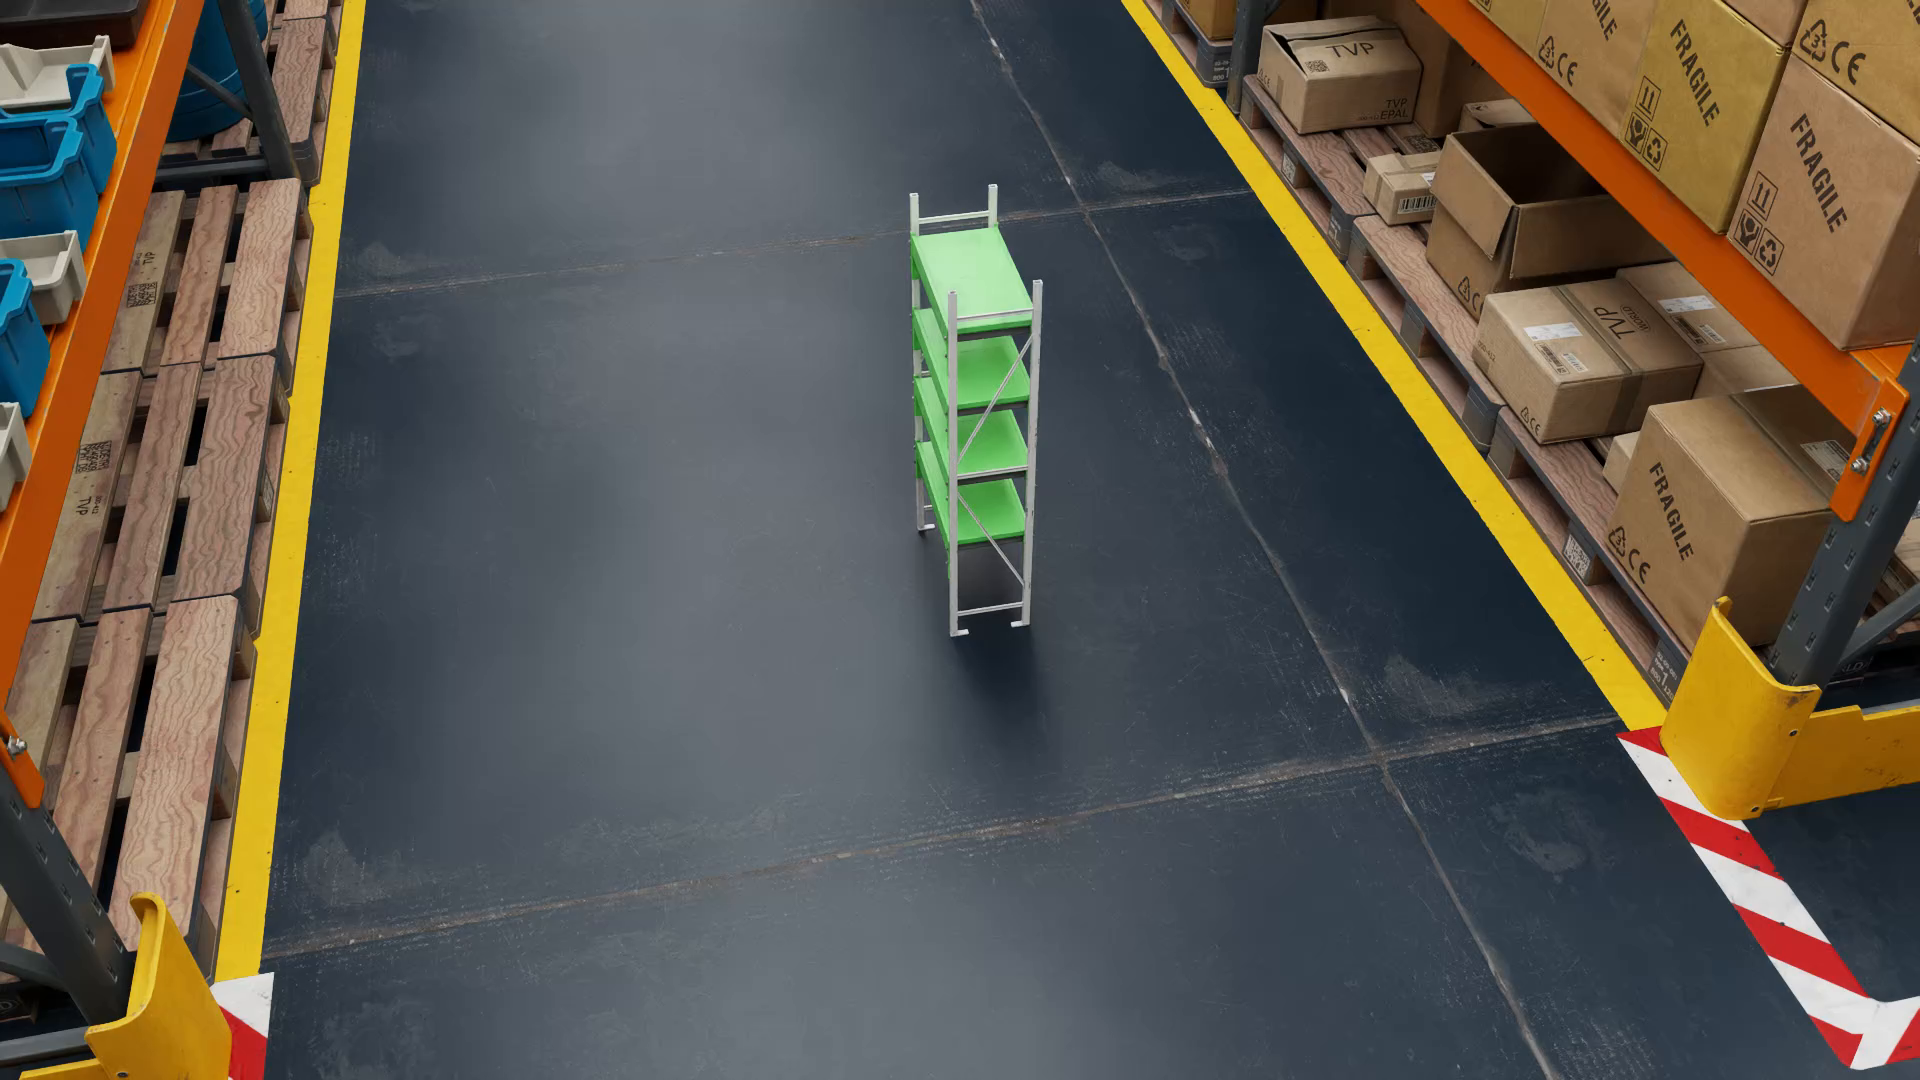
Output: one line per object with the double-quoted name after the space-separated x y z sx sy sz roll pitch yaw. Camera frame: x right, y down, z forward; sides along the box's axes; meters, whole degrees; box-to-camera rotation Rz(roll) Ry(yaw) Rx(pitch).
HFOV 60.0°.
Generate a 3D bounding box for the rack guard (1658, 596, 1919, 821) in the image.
2.537 0.371 4.455 1.175 0.500 0.348 -8 42 -9 "rack guard"

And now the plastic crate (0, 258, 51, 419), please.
-2.158 -0.401 3.523 0.416 0.233 0.300 -8 42 -9 "plastic crate"

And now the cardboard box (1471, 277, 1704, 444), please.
2.020 -0.588 5.392 0.500 0.250 0.500 -8 42 -9 "cardboard box"

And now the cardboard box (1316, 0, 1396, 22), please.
1.823 -2.685 7.567 0.500 0.500 0.500 -10 43 -11 "cardboard box"

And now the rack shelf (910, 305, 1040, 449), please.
0.036 -0.473 4.614 0.258 0.148 0.480 -8 42 -9 "rack shelf"

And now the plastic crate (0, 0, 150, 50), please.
-2.644 -1.632 4.991 0.437 0.125 0.590 -8 42 -9 "plastic crate"

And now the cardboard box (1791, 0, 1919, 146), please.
2.189 -1.175 3.485 0.500 0.500 0.500 -9 42 -10 "cardboard box"

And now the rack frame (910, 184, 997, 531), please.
-0.017 -0.500 4.909 0.240 1.200 0.015 -8 42 -9 "rack frame"

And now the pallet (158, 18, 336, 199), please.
-3.273 -1.863 7.190 1.003 0.211 1.213 -8 42 -9 "pallet"

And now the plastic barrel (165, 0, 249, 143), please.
-3.248 -2.127 6.651 0.600 0.901 0.708 -8 42 -9 "plastic barrel"

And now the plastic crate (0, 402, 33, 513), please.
-2.004 -0.158 3.322 0.250 0.136 0.298 -8 42 -9 "plastic crate"

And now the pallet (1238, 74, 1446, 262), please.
1.837 -1.619 6.915 1.003 0.211 1.213 -8 42 -9 "pallet"

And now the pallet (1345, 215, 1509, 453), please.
2.104 -0.826 6.022 1.003 0.211 1.213 -8 42 -9 "pallet"

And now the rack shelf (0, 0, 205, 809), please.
-2.716 -0.834 4.472 1.077 0.370 4.000 -8 42 -9 "rack shelf"

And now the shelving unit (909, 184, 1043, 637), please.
0.036 -0.341 4.731 0.258 1.200 0.503 -8 42 -9 "shelving unit"

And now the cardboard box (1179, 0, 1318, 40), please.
1.303 -2.616 7.489 0.500 0.500 0.500 -9 42 -10 "cardboard box"

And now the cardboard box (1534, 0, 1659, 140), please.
1.973 -1.463 4.563 0.500 0.500 0.500 -8 42 -9 "cardboard box"

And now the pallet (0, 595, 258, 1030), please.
-2.424 0.696 4.307 1.003 0.211 1.213 -8 42 -9 "pallet"

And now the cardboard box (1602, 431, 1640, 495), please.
2.196 -0.212 5.032 0.380 0.166 0.250 -8 42 -9 "cardboard box"

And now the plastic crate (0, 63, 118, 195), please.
-2.365 -1.022 4.223 0.416 0.233 0.300 -8 42 -9 "plastic crate"

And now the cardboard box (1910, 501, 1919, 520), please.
2.744 -0.102 4.908 0.380 0.166 0.250 -8 42 -9 "cardboard box"

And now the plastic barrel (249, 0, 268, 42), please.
-3.401 -2.586 7.168 0.600 0.901 0.708 -8 42 -9 "plastic barrel"

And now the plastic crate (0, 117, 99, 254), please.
-2.300 -0.827 4.004 0.416 0.233 0.300 -8 42 -9 "plastic crate"

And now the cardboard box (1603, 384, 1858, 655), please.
2.195 -0.061 4.611 0.500 0.500 0.500 -8 42 -9 "cardboard box"

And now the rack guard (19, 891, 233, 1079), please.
-2.266 1.142 3.587 1.175 0.500 0.348 -8 42 -9 "rack guard"

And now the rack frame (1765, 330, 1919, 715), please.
2.553 -0.514 3.570 1.000 3.000 0.127 -8 42 -9 "rack frame"

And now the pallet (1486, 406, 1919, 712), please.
2.364 -0.037 5.133 1.003 0.211 1.213 -8 42 -9 "pallet"

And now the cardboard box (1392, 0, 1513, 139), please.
2.090 -2.008 6.804 0.500 0.500 0.500 -8 42 -9 "cardboard box"

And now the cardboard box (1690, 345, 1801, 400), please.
2.605 -0.368 5.145 0.500 0.250 0.500 -8 42 -9 "cardboard box"

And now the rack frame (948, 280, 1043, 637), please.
0.088 -0.183 4.553 0.240 1.200 0.015 -8 42 -9 "rack frame"

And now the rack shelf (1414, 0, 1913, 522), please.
2.121 -1.542 5.269 1.077 0.370 4.000 -8 42 -9 "rack shelf"

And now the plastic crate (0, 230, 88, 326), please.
-2.151 -0.597 3.817 0.250 0.136 0.298 -8 42 -9 "plastic crate"

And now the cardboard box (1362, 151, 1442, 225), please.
1.766 -1.350 6.314 0.380 0.166 0.250 -8 42 -9 "cardboard box"

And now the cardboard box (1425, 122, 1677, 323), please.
2.100 -1.121 5.802 0.797 0.503 0.637 -8 42 -9 "cardboard box"

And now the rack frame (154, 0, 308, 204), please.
-3.148 -2.400 5.694 1.000 3.000 0.127 -8 42 -9 "rack frame"

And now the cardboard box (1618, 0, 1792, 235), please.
2.075 -1.139 4.198 0.500 0.500 0.500 -8 42 -9 "cardboard box"

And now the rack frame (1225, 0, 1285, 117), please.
1.690 -3.107 6.491 1.000 3.000 0.127 -8 42 -9 "rack frame"

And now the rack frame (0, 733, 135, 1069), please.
-2.284 0.193 2.773 1.000 3.000 0.127 -8 42 -9 "rack frame"

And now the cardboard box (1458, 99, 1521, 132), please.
2.229 -1.642 6.657 0.380 0.149 0.250 -8 42 -9 "cardboard box"

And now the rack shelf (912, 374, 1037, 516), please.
0.036 -0.294 4.773 0.258 0.148 0.480 -8 42 -9 "rack shelf"

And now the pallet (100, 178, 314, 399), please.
-2.951 -0.886 6.089 1.003 0.211 1.213 -8 42 -9 "pallet"

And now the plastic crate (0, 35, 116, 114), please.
-2.478 -1.238 4.538 0.293 0.136 0.466 -8 42 -9 "plastic crate"

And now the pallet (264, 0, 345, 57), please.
-3.540 -2.655 8.082 1.003 0.211 1.213 -8 42 -9 "pallet"

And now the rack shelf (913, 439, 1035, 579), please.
0.036 -0.114 4.933 0.258 0.148 0.480 -8 42 -9 "rack shelf"

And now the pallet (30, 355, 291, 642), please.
-2.684 -0.093 5.196 1.003 0.211 1.213 -8 42 -9 "pallet"

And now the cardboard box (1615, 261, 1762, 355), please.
2.497 -0.692 5.510 0.500 0.250 0.500 -8 42 -9 "cardboard box"

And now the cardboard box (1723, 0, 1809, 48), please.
2.079 -1.502 3.854 0.500 0.500 0.500 -7 42 -8 "cardboard box"

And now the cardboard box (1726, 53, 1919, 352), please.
2.191 -0.803 3.820 0.500 0.500 0.500 -7 42 -8 "cardboard box"

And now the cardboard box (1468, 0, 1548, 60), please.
1.864 -1.790 4.931 0.500 0.500 0.500 -9 42 -10 "cardboard box"

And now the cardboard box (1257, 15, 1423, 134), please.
1.569 -1.963 6.896 0.500 0.311 0.500 -8 42 -9 "cardboard box"

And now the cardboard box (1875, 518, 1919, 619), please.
2.798 0.067 4.731 0.380 0.149 0.250 -8 42 -9 "cardboard box"

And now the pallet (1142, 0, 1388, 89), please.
1.477 -2.586 8.004 1.003 0.211 1.213 -8 42 -9 "pallet"

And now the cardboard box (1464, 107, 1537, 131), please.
2.252 -1.451 6.319 0.500 0.311 0.500 -8 42 -9 "cardboard box"

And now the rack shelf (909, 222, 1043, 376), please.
0.036 -0.653 4.455 0.258 0.148 0.480 -8 42 -9 "rack shelf"
